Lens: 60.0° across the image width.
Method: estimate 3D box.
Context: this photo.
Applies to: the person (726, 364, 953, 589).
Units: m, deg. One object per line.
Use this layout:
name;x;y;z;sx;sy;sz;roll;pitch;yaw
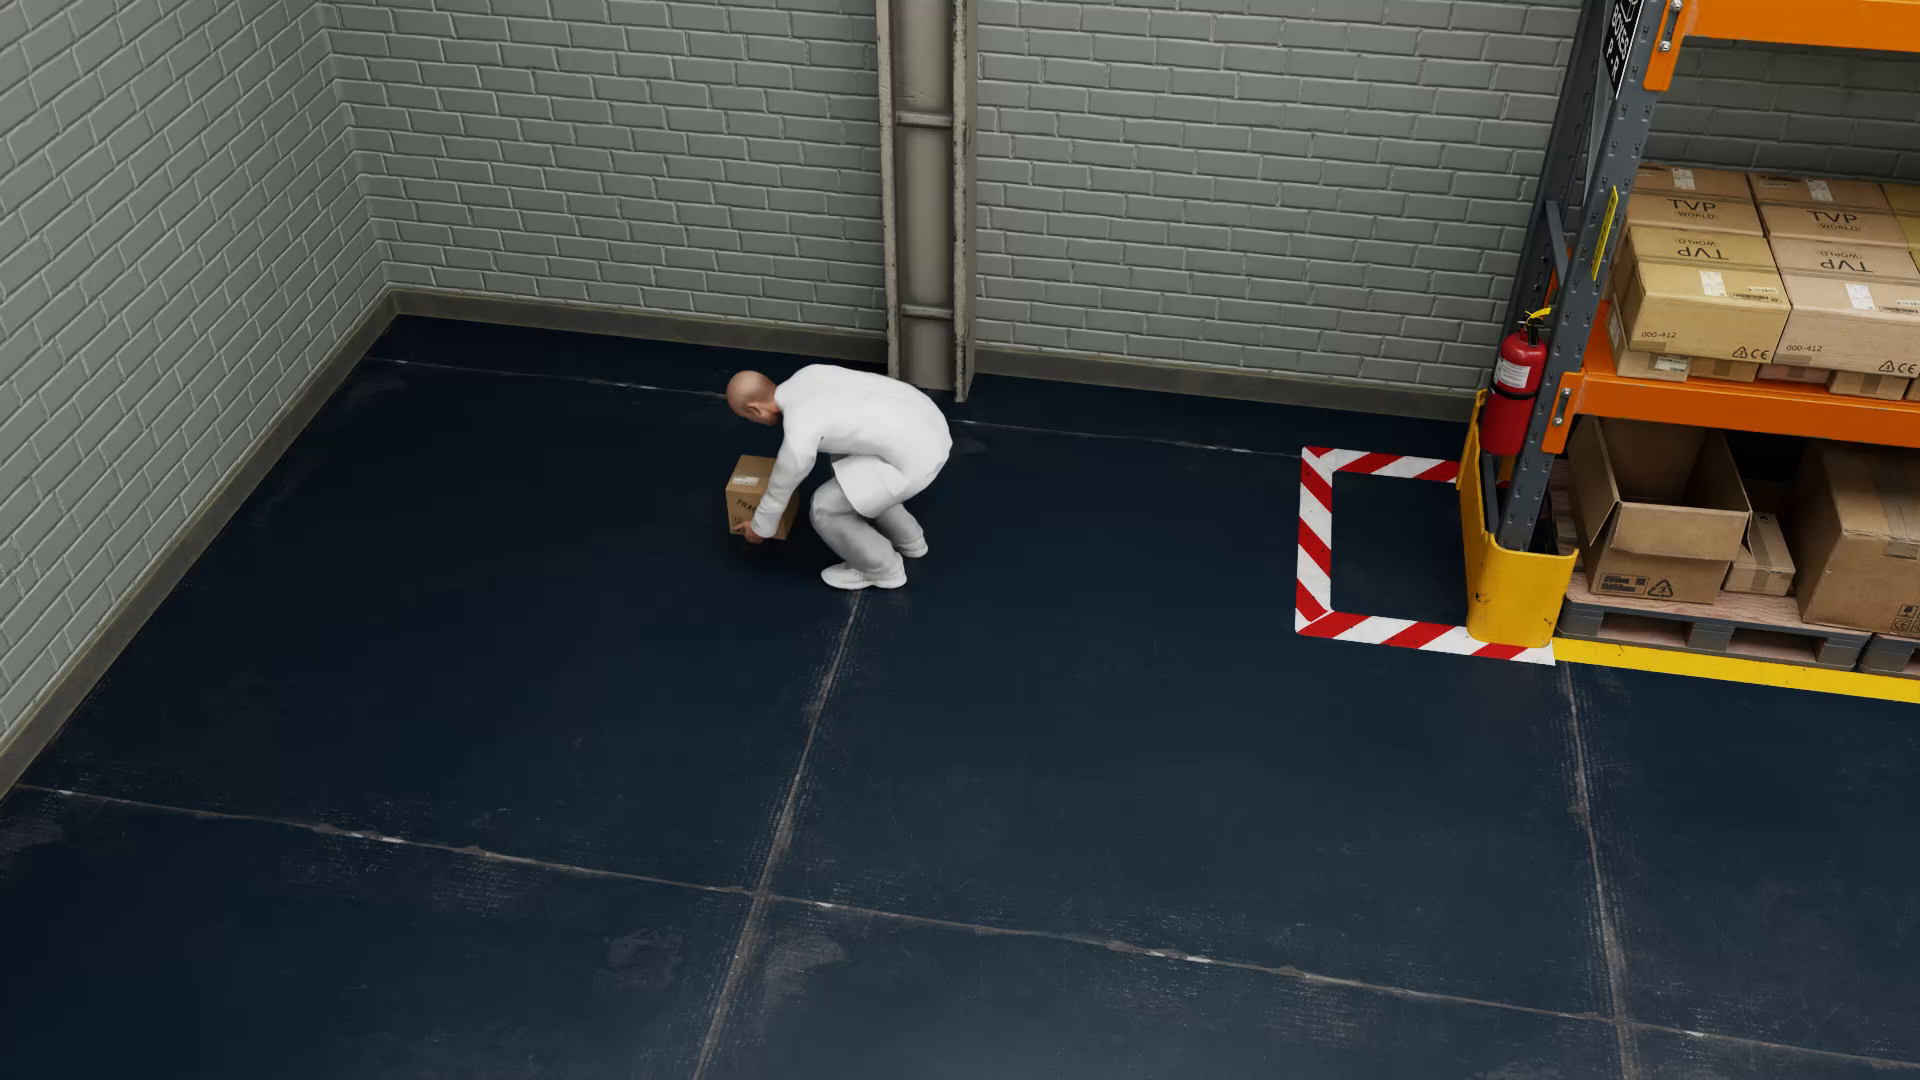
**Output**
person;-0.505;-0.283;7.105;0.942;1.007;0.587;5;40;6
